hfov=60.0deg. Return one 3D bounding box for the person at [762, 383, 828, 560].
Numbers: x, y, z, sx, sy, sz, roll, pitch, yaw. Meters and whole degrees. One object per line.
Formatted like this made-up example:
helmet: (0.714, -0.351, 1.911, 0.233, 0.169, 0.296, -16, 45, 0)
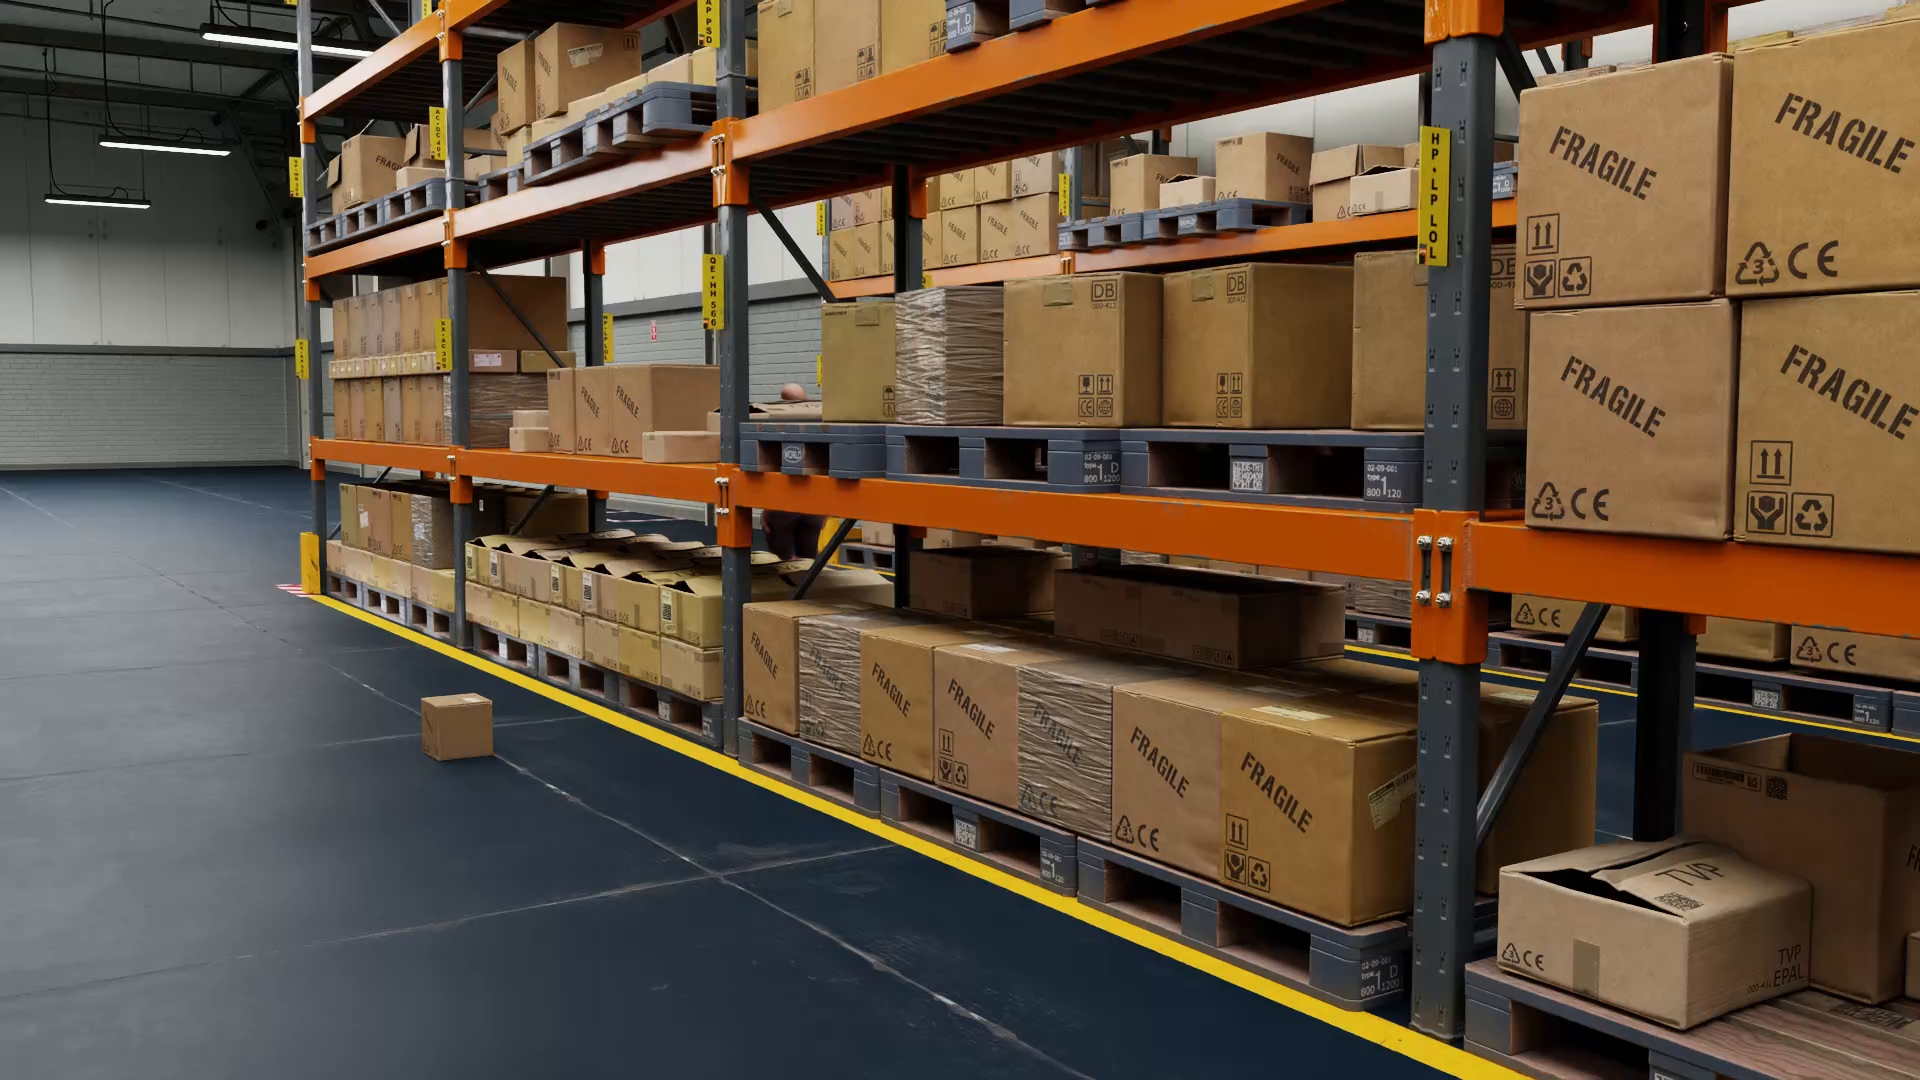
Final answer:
person: (-1.113, -0.209, 11.323, 0.536, 1.710, 0.556, -3, 5, -32)
